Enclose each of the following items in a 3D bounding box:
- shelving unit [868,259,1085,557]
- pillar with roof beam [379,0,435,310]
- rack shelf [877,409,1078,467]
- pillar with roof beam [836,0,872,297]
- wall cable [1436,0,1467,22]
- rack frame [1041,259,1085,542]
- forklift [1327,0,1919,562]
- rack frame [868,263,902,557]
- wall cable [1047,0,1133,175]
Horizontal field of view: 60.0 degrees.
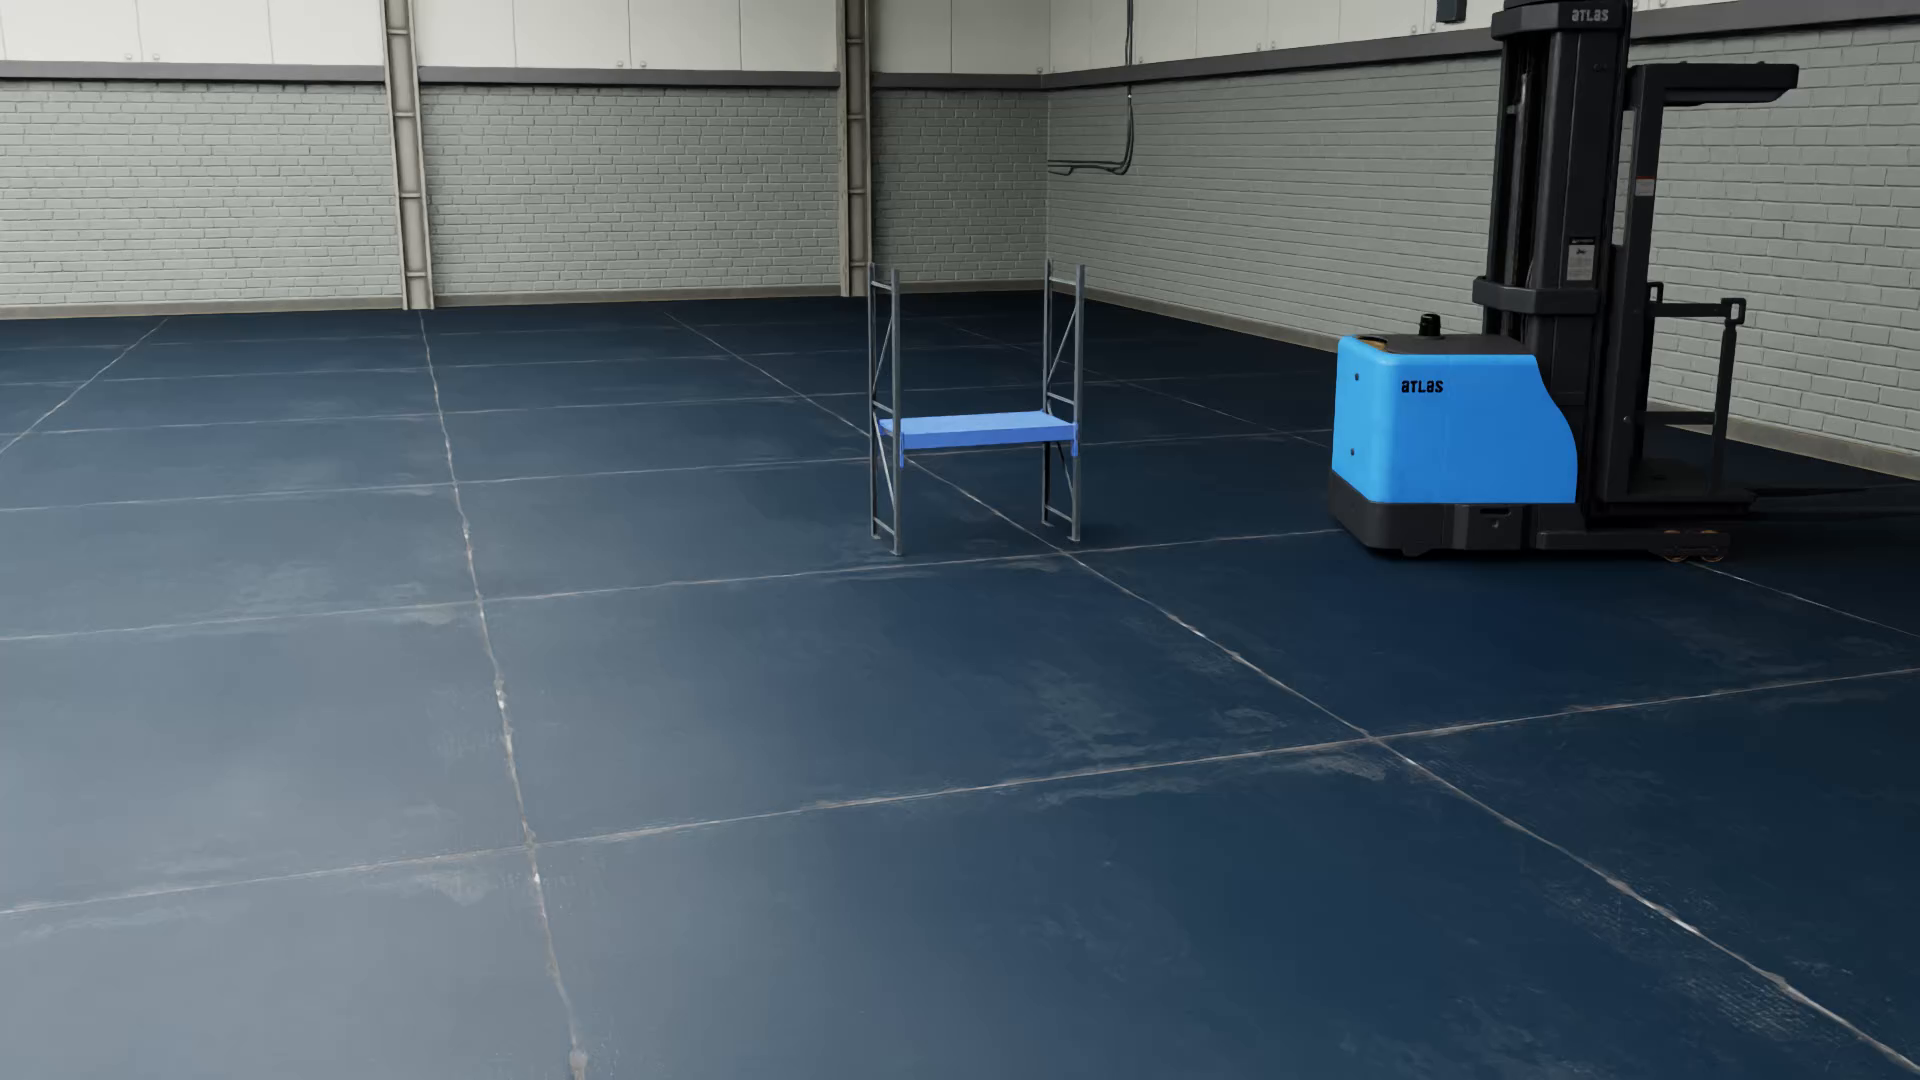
[{"bbox_3d":[0.081,-0.736,8.996,1.048,1.500,0.538,-4,14,-18],"label":"shelving unit"},{"bbox_3d":[-5.803,-6.503,17.037,0.400,9.000,9.100,-4,14,-18],"label":"pillar with roof beam"},{"bbox_3d":[0.081,-0.561,9.037,1.000,0.185,0.538,-4,14,-18],"label":"rack shelf"},{"bbox_3d":[-0.116,-6.946,18.898,0.400,9.000,9.100,-4,14,-18],"label":"pillar with roof beam"},{"bbox_3d":[4.737,-7.389,13.411,0.169,6.003,2.305,-4,14,-18],"label":"wall cable"},{"bbox_3d":[0.563,-0.773,9.153,0.032,1.500,0.500,-4,14,-18],"label":"rack frame"},{"bbox_3d":[3.630,-1.433,8.835,3.031,2.935,1.130,0,13,-1],"label":"forklift"},{"bbox_3d":[-0.401,-0.698,8.838,0.032,1.500,0.500,-4,14,-18],"label":"rack frame"},{"bbox_3d":[1.725,-6.307,22.922,0.112,2.526,3.097,-4,14,-18],"label":"wall cable"}]
